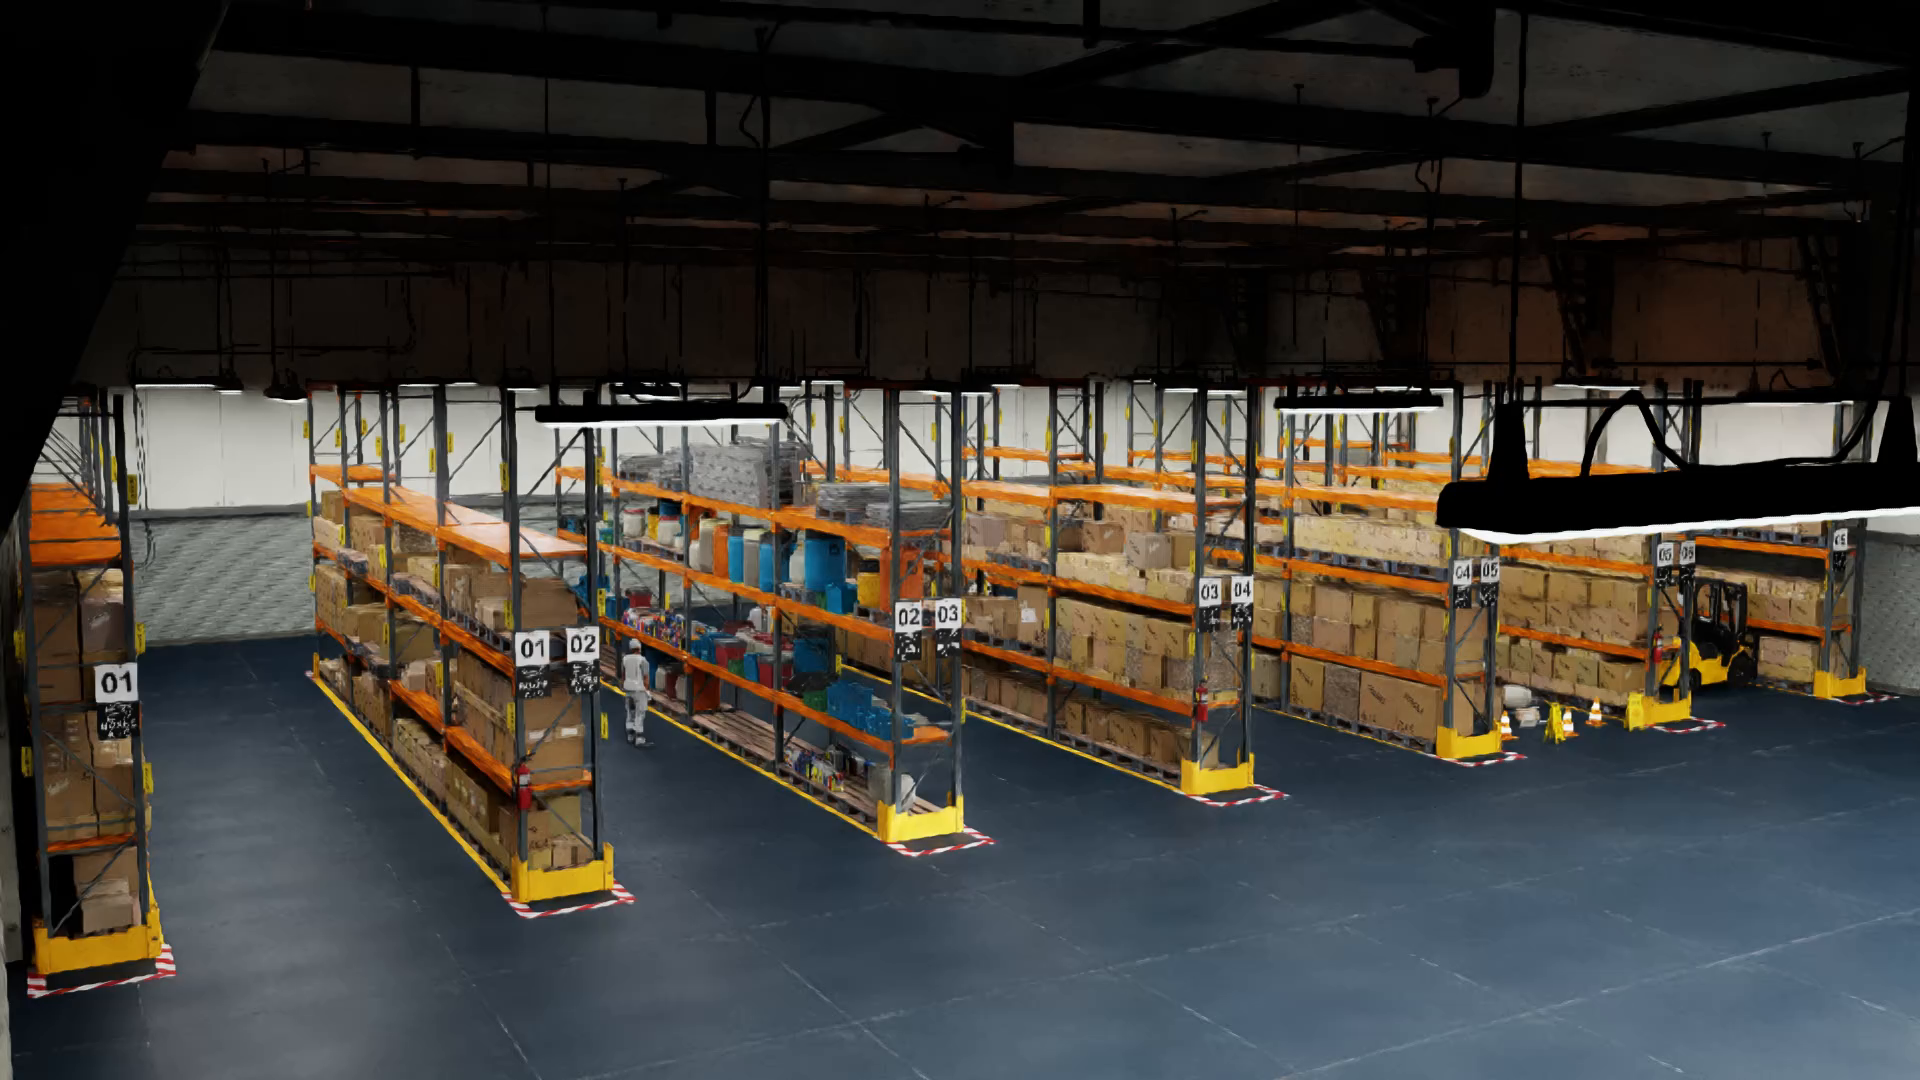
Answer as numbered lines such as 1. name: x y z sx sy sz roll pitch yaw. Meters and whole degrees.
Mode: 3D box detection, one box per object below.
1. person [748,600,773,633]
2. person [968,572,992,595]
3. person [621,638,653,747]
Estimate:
1. person: -3.913 1.949 33.133 0.603 1.725 1.110 -3 7 -30
2. person: 0.474 1.510 37.930 0.625 1.607 0.582 -4 7 -30
3. person: -5.328 2.499 27.509 0.593 1.787 0.441 4 7 30
